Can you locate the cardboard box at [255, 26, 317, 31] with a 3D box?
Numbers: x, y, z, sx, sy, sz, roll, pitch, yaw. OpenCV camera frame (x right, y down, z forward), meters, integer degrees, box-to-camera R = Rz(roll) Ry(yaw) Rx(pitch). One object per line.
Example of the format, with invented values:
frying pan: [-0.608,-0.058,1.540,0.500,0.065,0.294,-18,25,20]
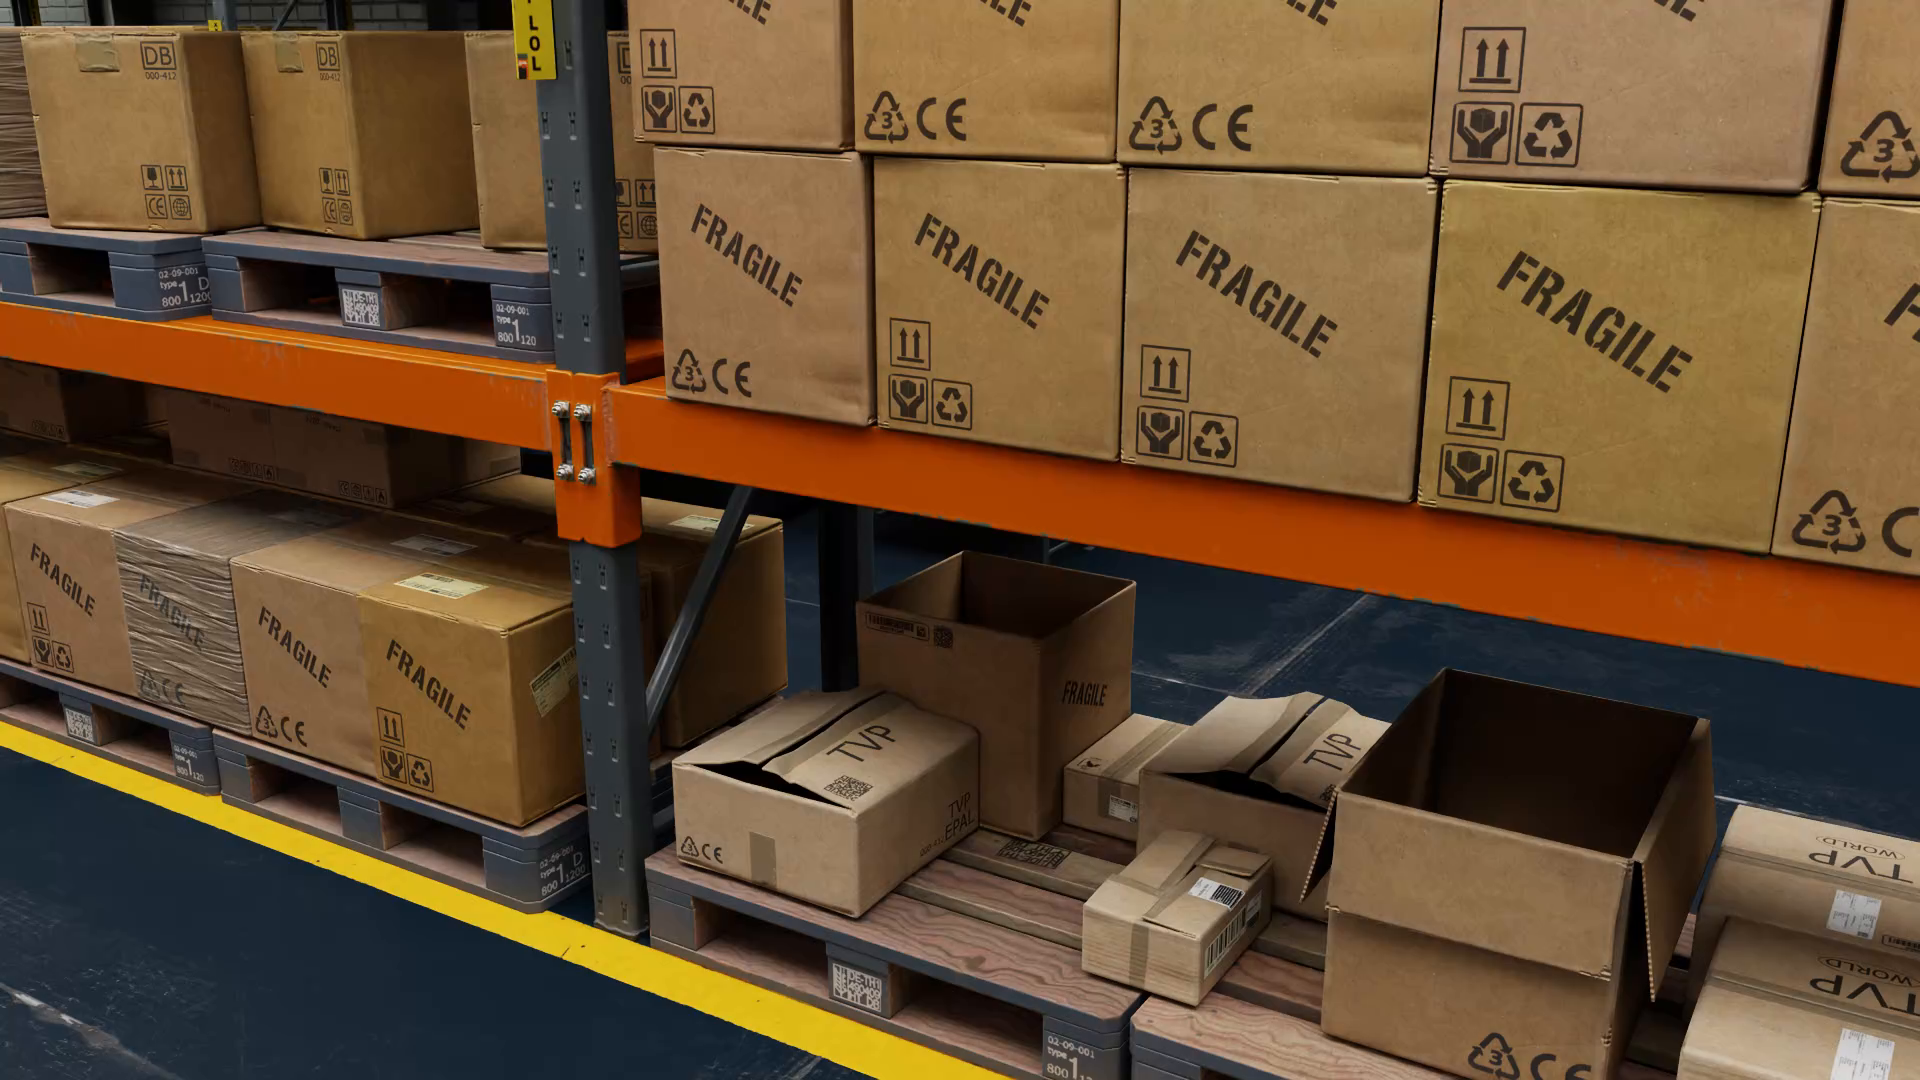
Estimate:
cardboard box: [-5.060,-3.506,12.197,0.500,0.500,0.500,10,19,29]

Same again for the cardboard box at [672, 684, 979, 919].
cardboard box: [-0.297,0.551,3.775,0.500,0.311,0.500,10,20,30]

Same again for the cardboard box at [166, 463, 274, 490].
cardboard box: [-2.139,-0.024,5.343,0.500,0.500,0.500,9,19,28]

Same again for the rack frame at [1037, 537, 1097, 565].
rack frame: [0.439,-0.460,6.460,0.032,1.125,0.500,10,20,30]

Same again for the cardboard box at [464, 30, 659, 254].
cardboard box: [-0.828,-1.018,4.179,0.500,0.500,0.700,4,17,12]

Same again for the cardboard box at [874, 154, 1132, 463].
cardboard box: [0.188,-0.468,3.089,0.500,0.500,0.500,11,20,31]

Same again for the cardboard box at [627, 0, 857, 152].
cardboard box: [-0.287,-1.027,3.209,0.500,0.500,0.500,11,20,31]

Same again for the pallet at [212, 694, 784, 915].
pallet: [-1.254,0.578,4.616,1.213,0.211,1.003,10,20,30]

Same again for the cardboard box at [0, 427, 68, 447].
cardboard box: [-3.030,-0.181,5.860,0.500,0.500,0.500,11,20,32]

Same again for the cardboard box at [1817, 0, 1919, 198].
cardboard box: [1.469,-0.714,2.178,0.500,0.500,0.500,11,20,32]

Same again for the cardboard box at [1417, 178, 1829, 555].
cardboard box: [1.047,-0.314,2.583,0.500,0.500,0.500,10,19,29]

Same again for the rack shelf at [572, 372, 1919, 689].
rack shelf: [1.163,0.006,2.938,4.000,0.370,1.077,10,20,30]

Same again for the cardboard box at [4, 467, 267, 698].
cardboard box: [-2.390,0.109,4.906,0.500,0.500,0.500,9,19,28]

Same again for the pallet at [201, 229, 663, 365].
pallet: [-1.165,-0.699,4.352,1.213,0.211,1.003,10,20,30]

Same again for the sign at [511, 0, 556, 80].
sign: [-0.829,-1.058,3.212,0.005,0.325,0.100,10,20,30]

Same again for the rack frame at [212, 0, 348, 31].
rack frame: [-4.769,-3.087,11.881,0.127,3.000,1.000,10,20,30]

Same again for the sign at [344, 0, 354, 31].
sign: [-4.482,-3.779,12.167,0.005,0.325,0.100,10,20,30]

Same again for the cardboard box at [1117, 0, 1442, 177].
cardboard box: [0.590,-0.870,2.694,0.500,0.500,0.500,9,19,28]

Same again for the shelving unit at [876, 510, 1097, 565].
shelving unit: [0.006,-0.537,6.714,1.048,1.125,0.538,10,20,30]

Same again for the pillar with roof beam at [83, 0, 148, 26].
pillar with roof beam: [-9.382,-5.607,9.857,0.400,9.000,9.100,10,20,30]

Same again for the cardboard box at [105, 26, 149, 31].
cardboard box: [-5.762,-3.453,12.021,0.500,0.500,0.500,10,20,30]

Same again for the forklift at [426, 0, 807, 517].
forklift: [-2.086,-1.673,7.346,3.031,2.935,1.130,7,18,23]

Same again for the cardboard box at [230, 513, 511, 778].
cardboard box: [-1.529,0.262,4.402,0.500,0.500,0.500,10,20,30]

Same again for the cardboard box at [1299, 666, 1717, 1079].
cardboard box: [1.062,0.626,3.197,0.637,0.503,0.797,10,20,30]

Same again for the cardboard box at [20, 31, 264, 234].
cardboard box: [-2.079,-1.144,4.593,0.500,0.500,0.700,5,18,16]

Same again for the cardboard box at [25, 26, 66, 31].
cardboard box: [-6.629,-3.611,12.542,0.500,0.500,0.500,11,20,32]

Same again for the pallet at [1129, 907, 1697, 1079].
pallet: [1.087,0.982,3.285,1.213,0.211,1.003,10,20,30]

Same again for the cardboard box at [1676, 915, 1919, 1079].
cardboard box: [1.481,0.898,2.739,0.500,0.250,0.500,10,20,30]

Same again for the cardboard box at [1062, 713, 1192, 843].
cardboard box: [0.443,0.570,3.992,0.250,0.149,0.380,10,20,30]

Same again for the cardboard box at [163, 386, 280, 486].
cardboard box: [-2.106,-0.378,5.217,0.500,0.250,0.500,10,19,29]

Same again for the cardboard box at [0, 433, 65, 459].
cardboard box: [-3.263,-0.047,5.418,0.500,0.500,0.500,9,19,28]

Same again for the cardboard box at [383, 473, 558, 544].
cardboard box: [-1.287,0.131,4.833,0.500,0.500,0.500,10,20,31]
